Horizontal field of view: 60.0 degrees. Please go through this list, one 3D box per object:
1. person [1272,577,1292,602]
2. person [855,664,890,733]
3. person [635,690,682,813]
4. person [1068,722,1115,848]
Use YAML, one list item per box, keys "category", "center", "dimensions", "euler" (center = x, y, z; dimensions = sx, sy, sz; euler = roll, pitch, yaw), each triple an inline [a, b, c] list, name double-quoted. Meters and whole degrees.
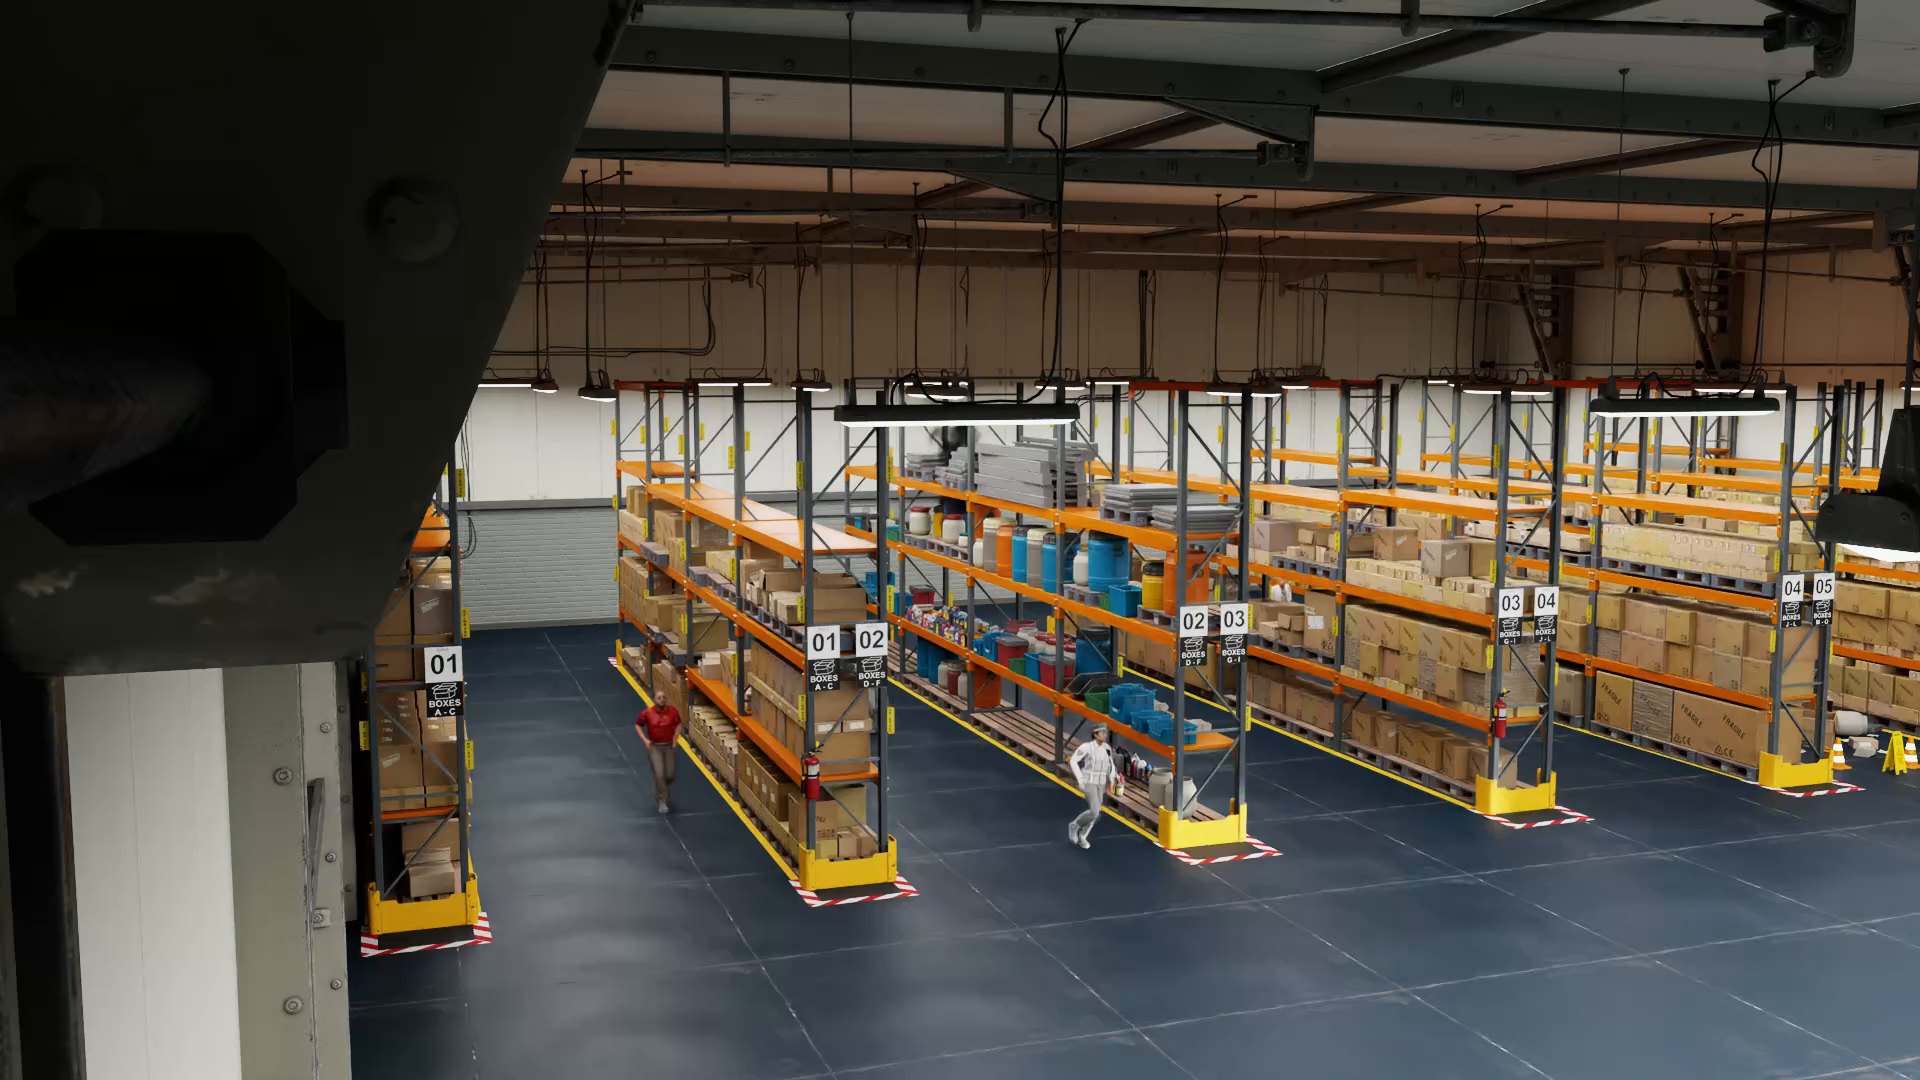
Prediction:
- category: "person"
  center: [6.942, 1.637, 36.165]
  dimensions: [0.747, 1.817, 0.924]
  euler: [-2, 6, -18]
- category: "person"
  center: [-1.452, 2.457, 28.433]
  dimensions: [0.633, 1.746, 0.612]
  euler: [-4, 7, -30]
- category: "person"
  center: [-4.286, 2.985, 23.742]
  dimensions: [0.672, 1.712, 0.688]
  euler: [-3, 7, -23]
- category: "person"
  center: [1.792, 3.208, 21.859]
  dimensions: [0.643, 1.637, 0.501]
  euler: [-4, 7, -36]
